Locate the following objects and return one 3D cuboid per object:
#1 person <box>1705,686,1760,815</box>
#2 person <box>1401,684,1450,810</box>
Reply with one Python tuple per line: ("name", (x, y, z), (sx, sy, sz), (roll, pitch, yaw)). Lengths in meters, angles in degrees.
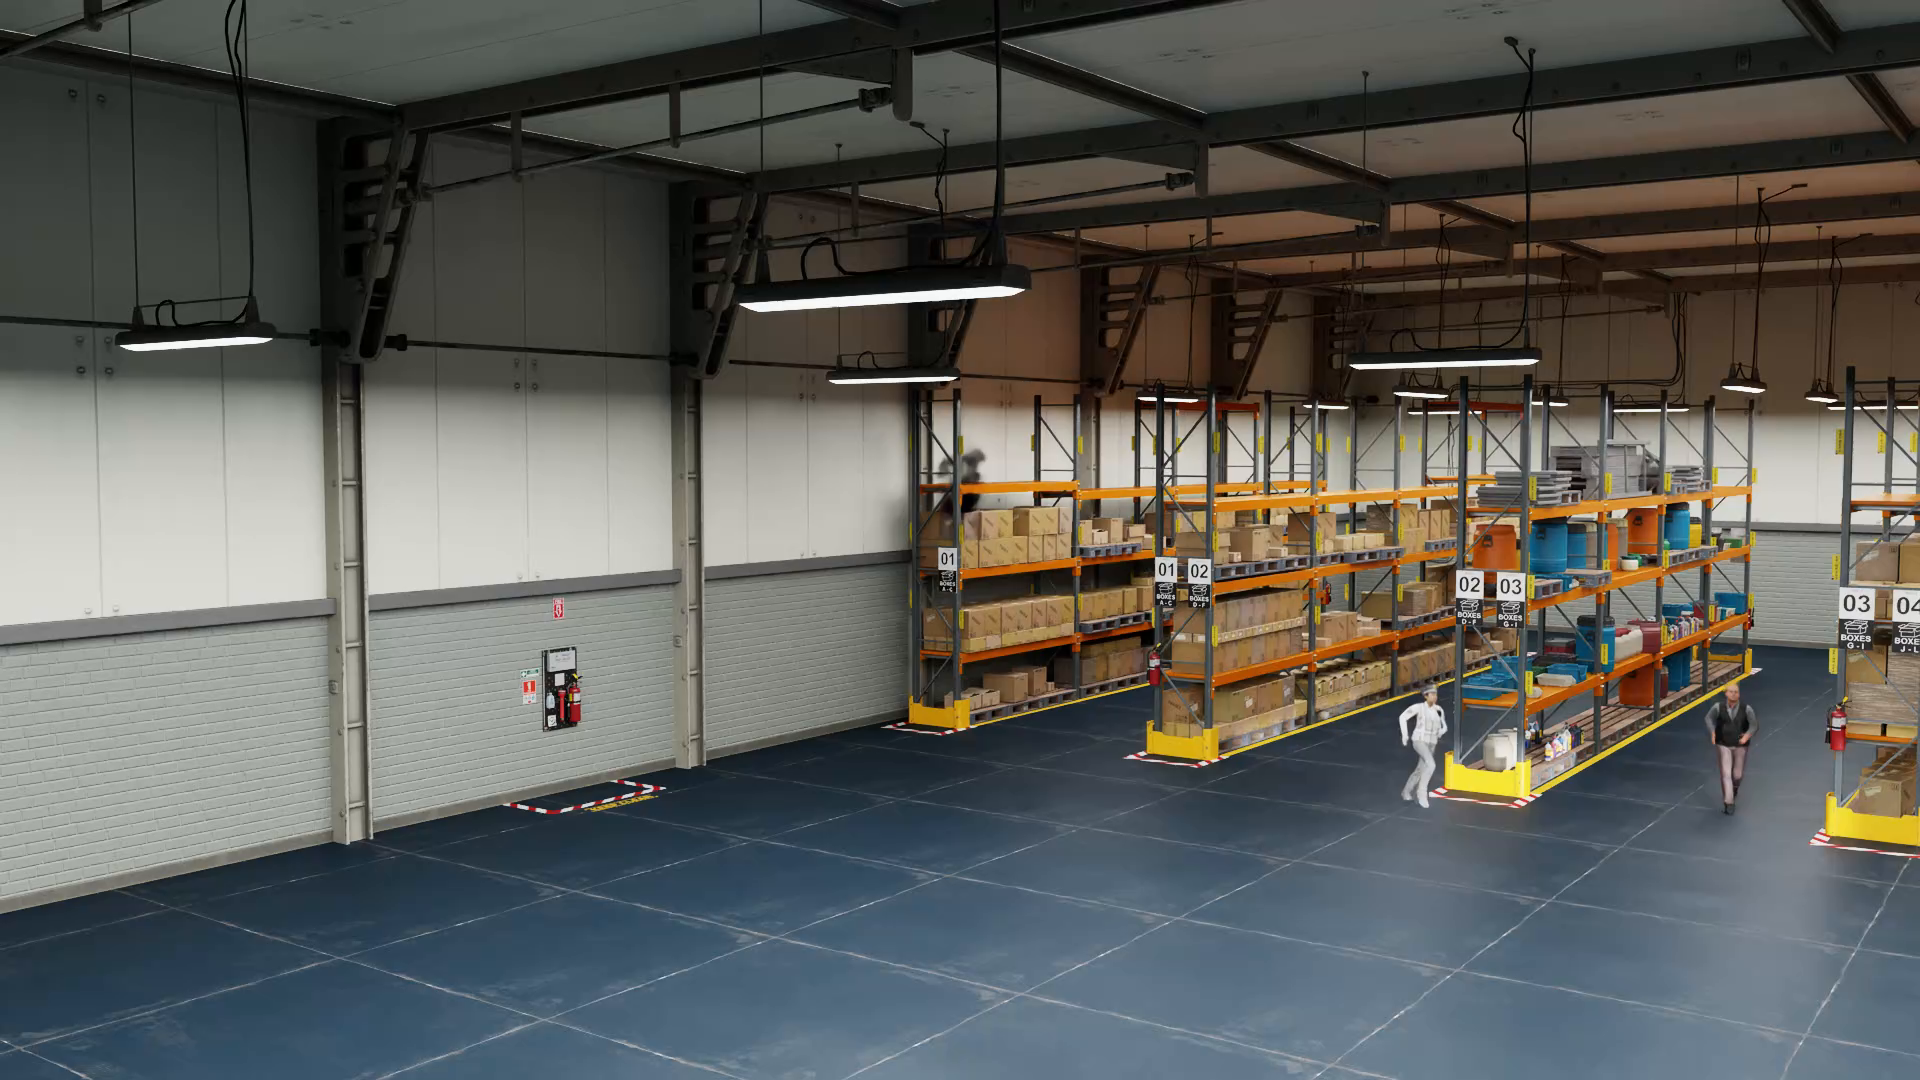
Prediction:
("person", (10.601, 2.860, 22.844), (0.677, 1.715, 0.826), (1, 3, 20))
("person", (6.527, 2.843, 23.120), (0.597, 1.681, 0.724), (-1, 3, -21))
